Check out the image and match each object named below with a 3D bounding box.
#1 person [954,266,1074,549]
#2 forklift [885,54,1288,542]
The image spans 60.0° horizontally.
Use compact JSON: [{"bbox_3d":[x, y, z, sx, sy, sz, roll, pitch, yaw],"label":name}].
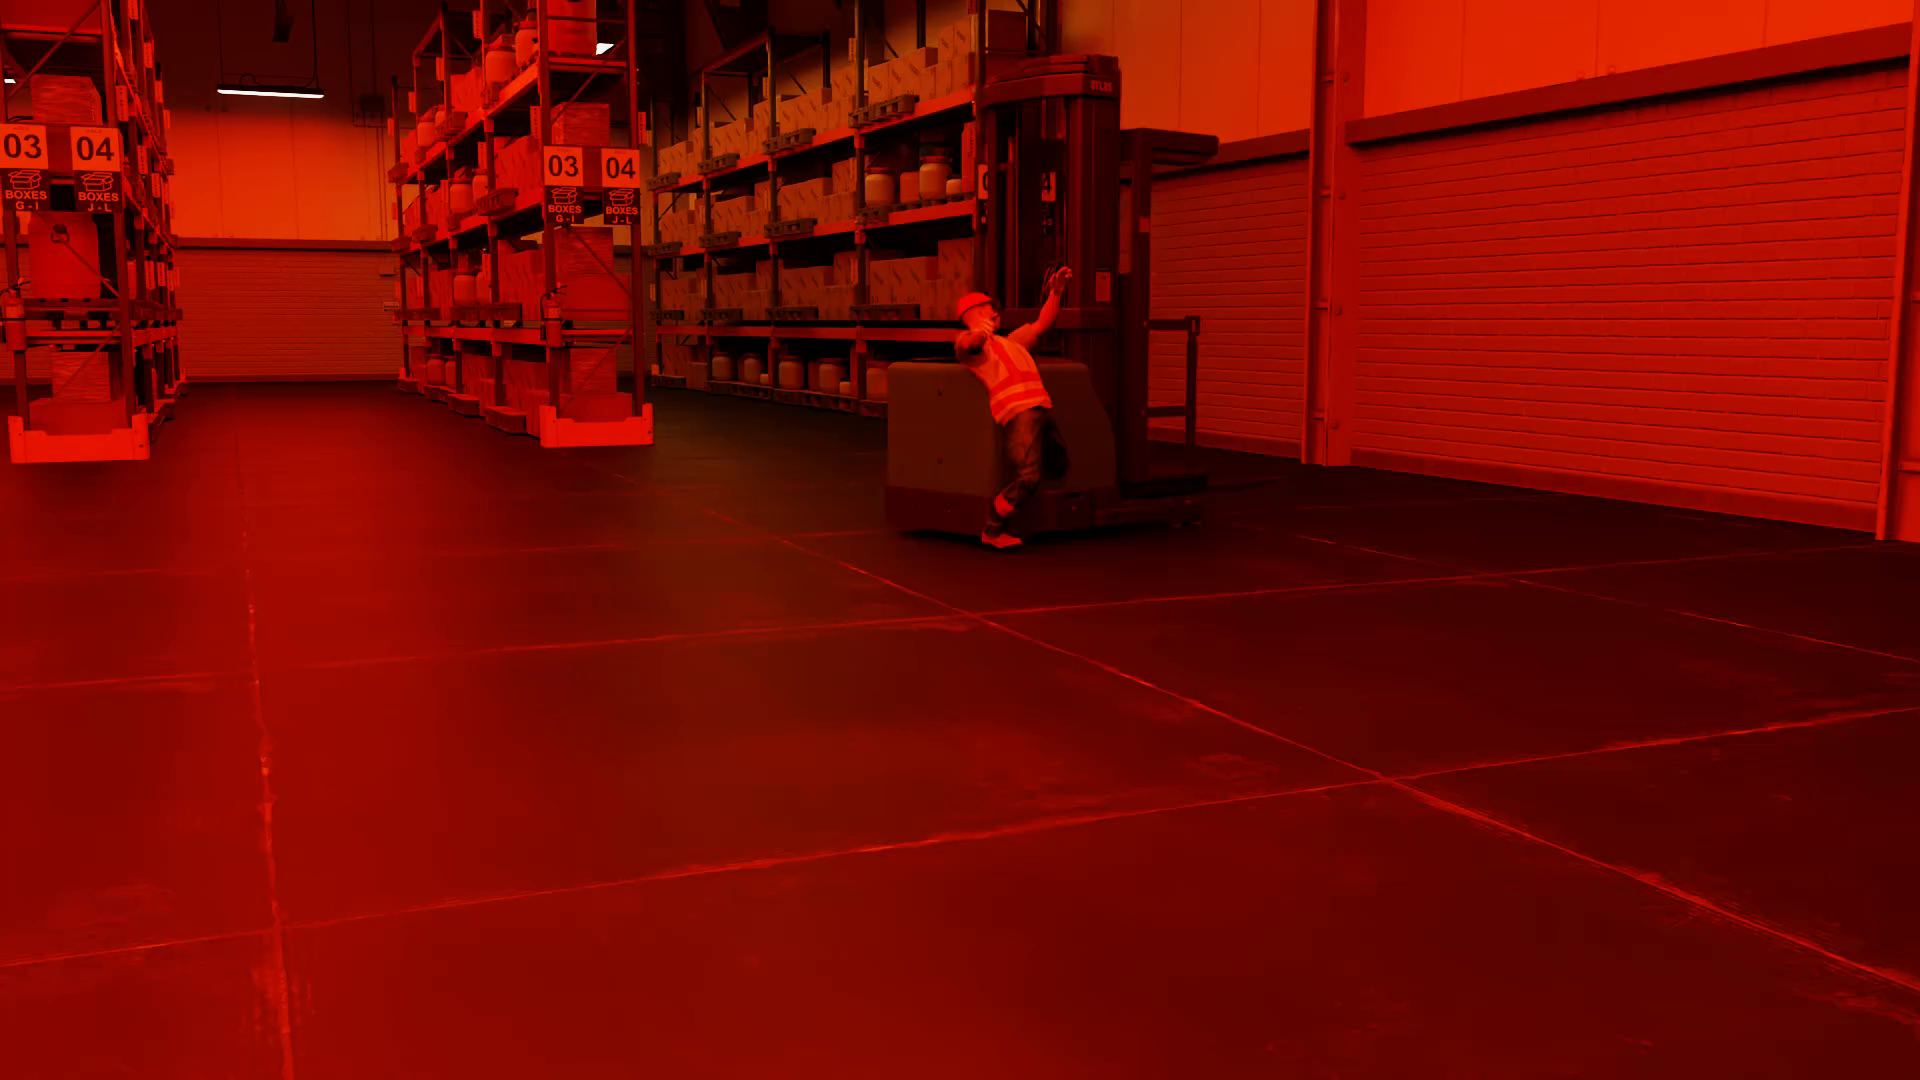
[{"bbox_3d":[0.205,-0.763,9.589,0.702,1.621,1.080,3,8,21],"label":"person"},{"bbox_3d":[0.972,-1.574,10.880,3.031,2.935,1.130,-7,10,-41],"label":"forklift"}]
